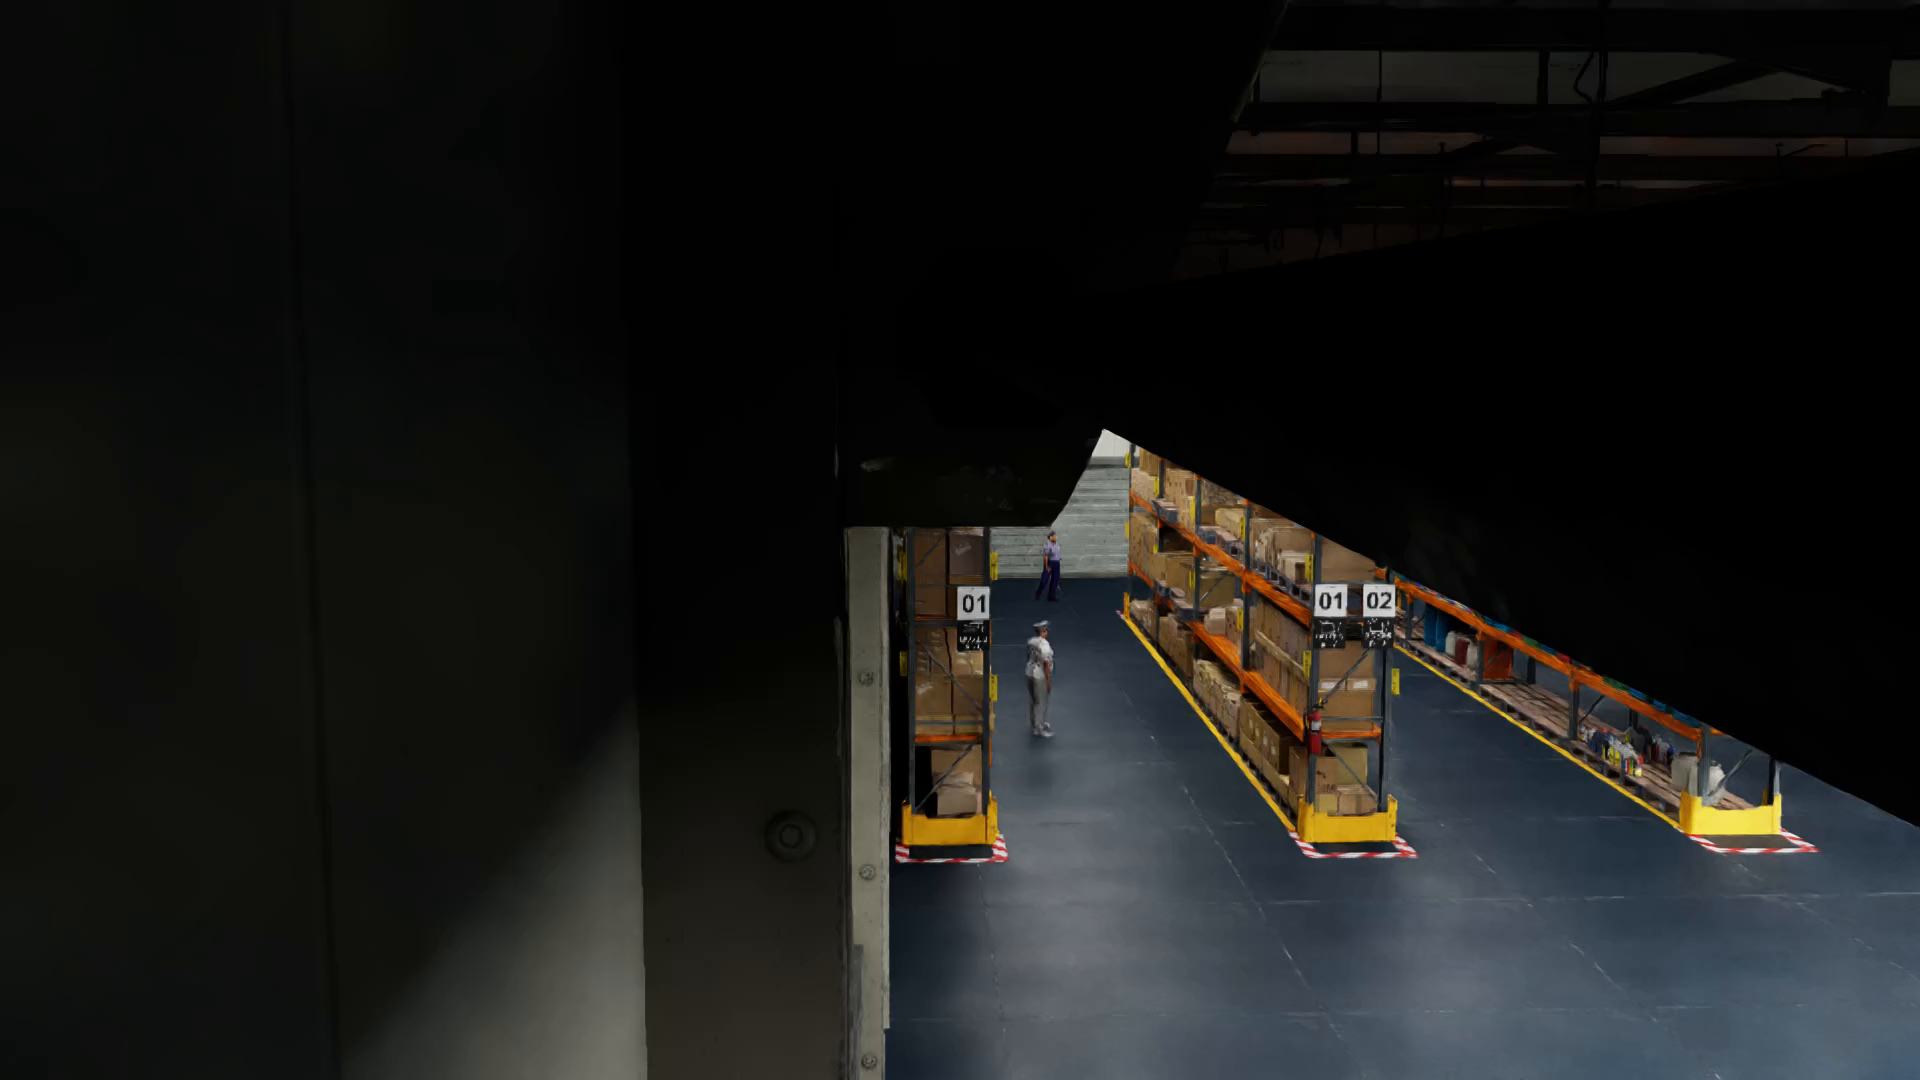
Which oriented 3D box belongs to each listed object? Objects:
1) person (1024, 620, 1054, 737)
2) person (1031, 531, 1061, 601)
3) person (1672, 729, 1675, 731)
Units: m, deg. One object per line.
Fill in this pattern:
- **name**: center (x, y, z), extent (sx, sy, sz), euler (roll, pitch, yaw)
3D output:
- **person**: center (1.279, 2.133, 25.904), extent (0.492, 1.767, 0.626), euler (-4, 8, -27)
- **person**: center (1.990, 0.621, 38.379), extent (0.505, 1.628, 0.688), euler (7, 10, 43)
- **person**: center (11.527, 2.166, 25.844), extent (0.724, 1.713, 0.901), euler (-2, 8, -18)
